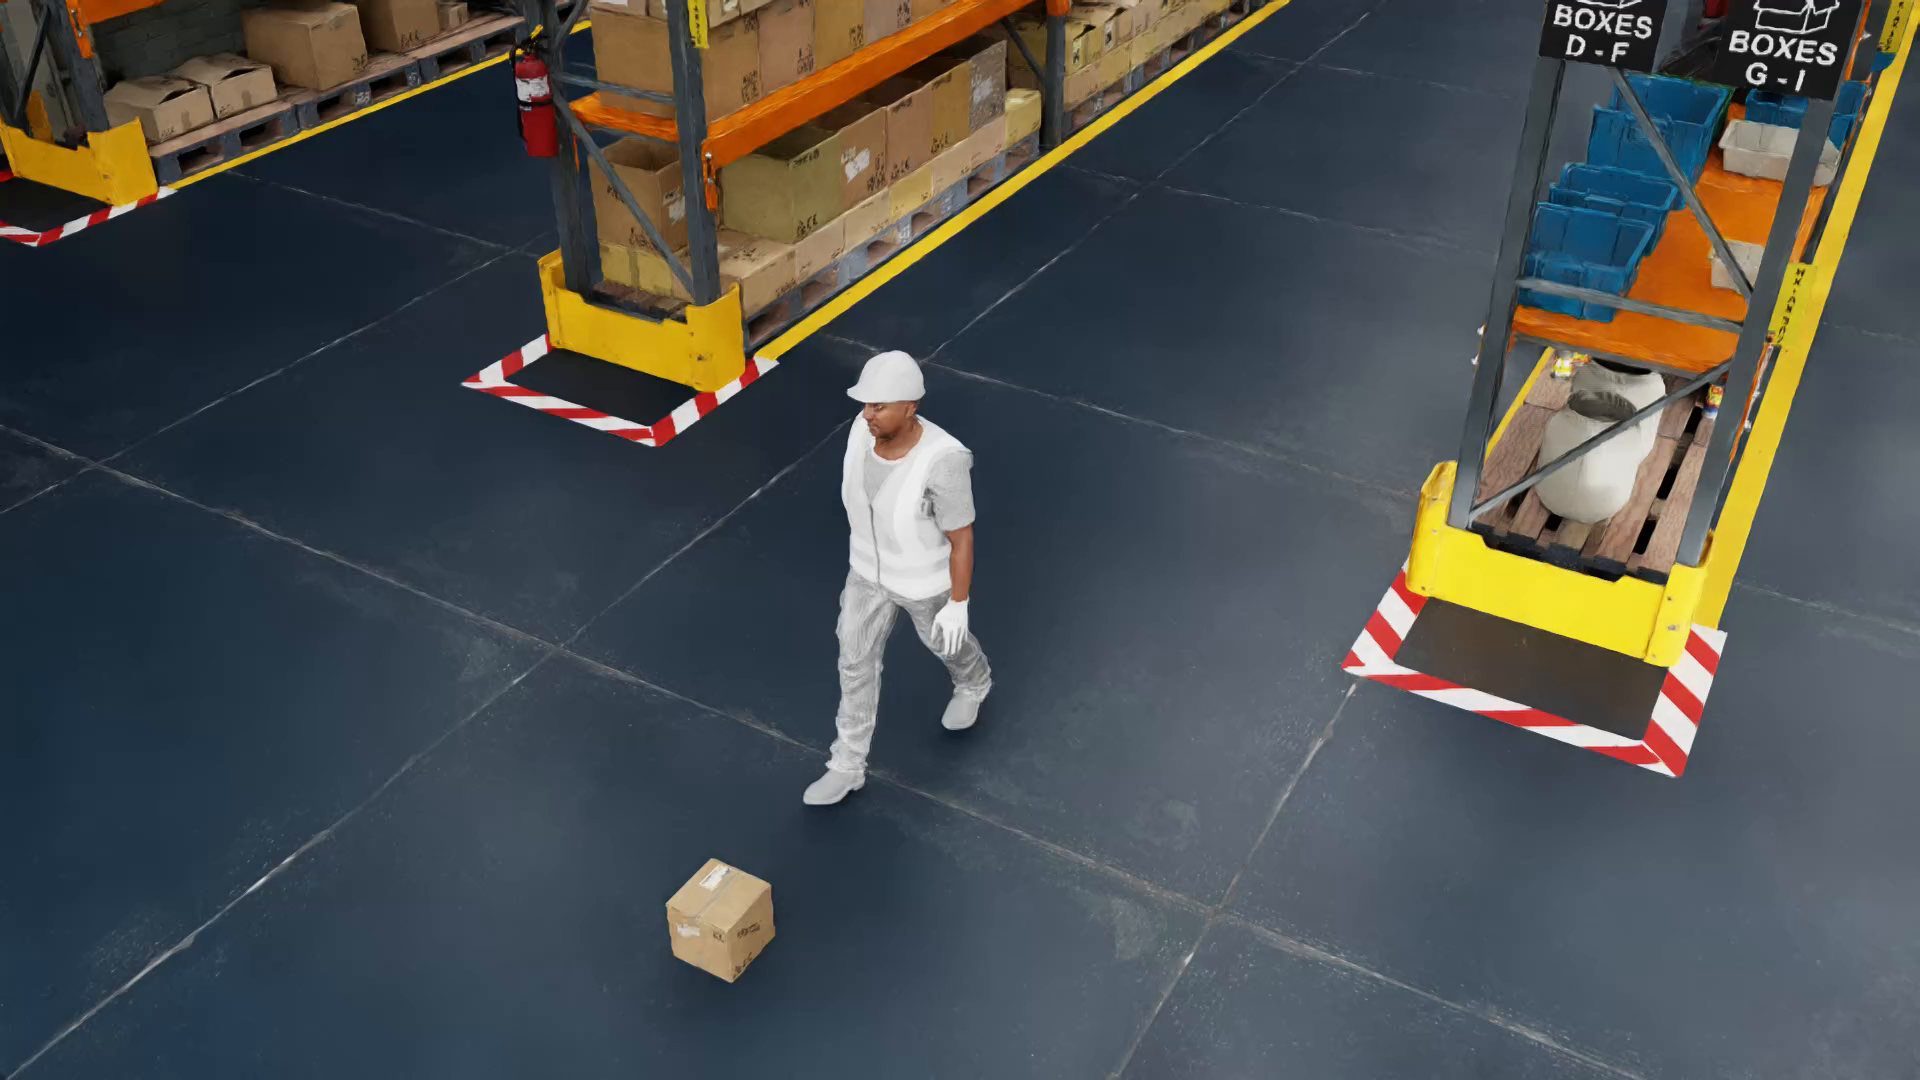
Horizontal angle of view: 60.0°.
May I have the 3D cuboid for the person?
[{"bbox_3d":[-0.200,0.131,5.946,0.634,1.755,0.961,23,40,30],"label":"person"}]
